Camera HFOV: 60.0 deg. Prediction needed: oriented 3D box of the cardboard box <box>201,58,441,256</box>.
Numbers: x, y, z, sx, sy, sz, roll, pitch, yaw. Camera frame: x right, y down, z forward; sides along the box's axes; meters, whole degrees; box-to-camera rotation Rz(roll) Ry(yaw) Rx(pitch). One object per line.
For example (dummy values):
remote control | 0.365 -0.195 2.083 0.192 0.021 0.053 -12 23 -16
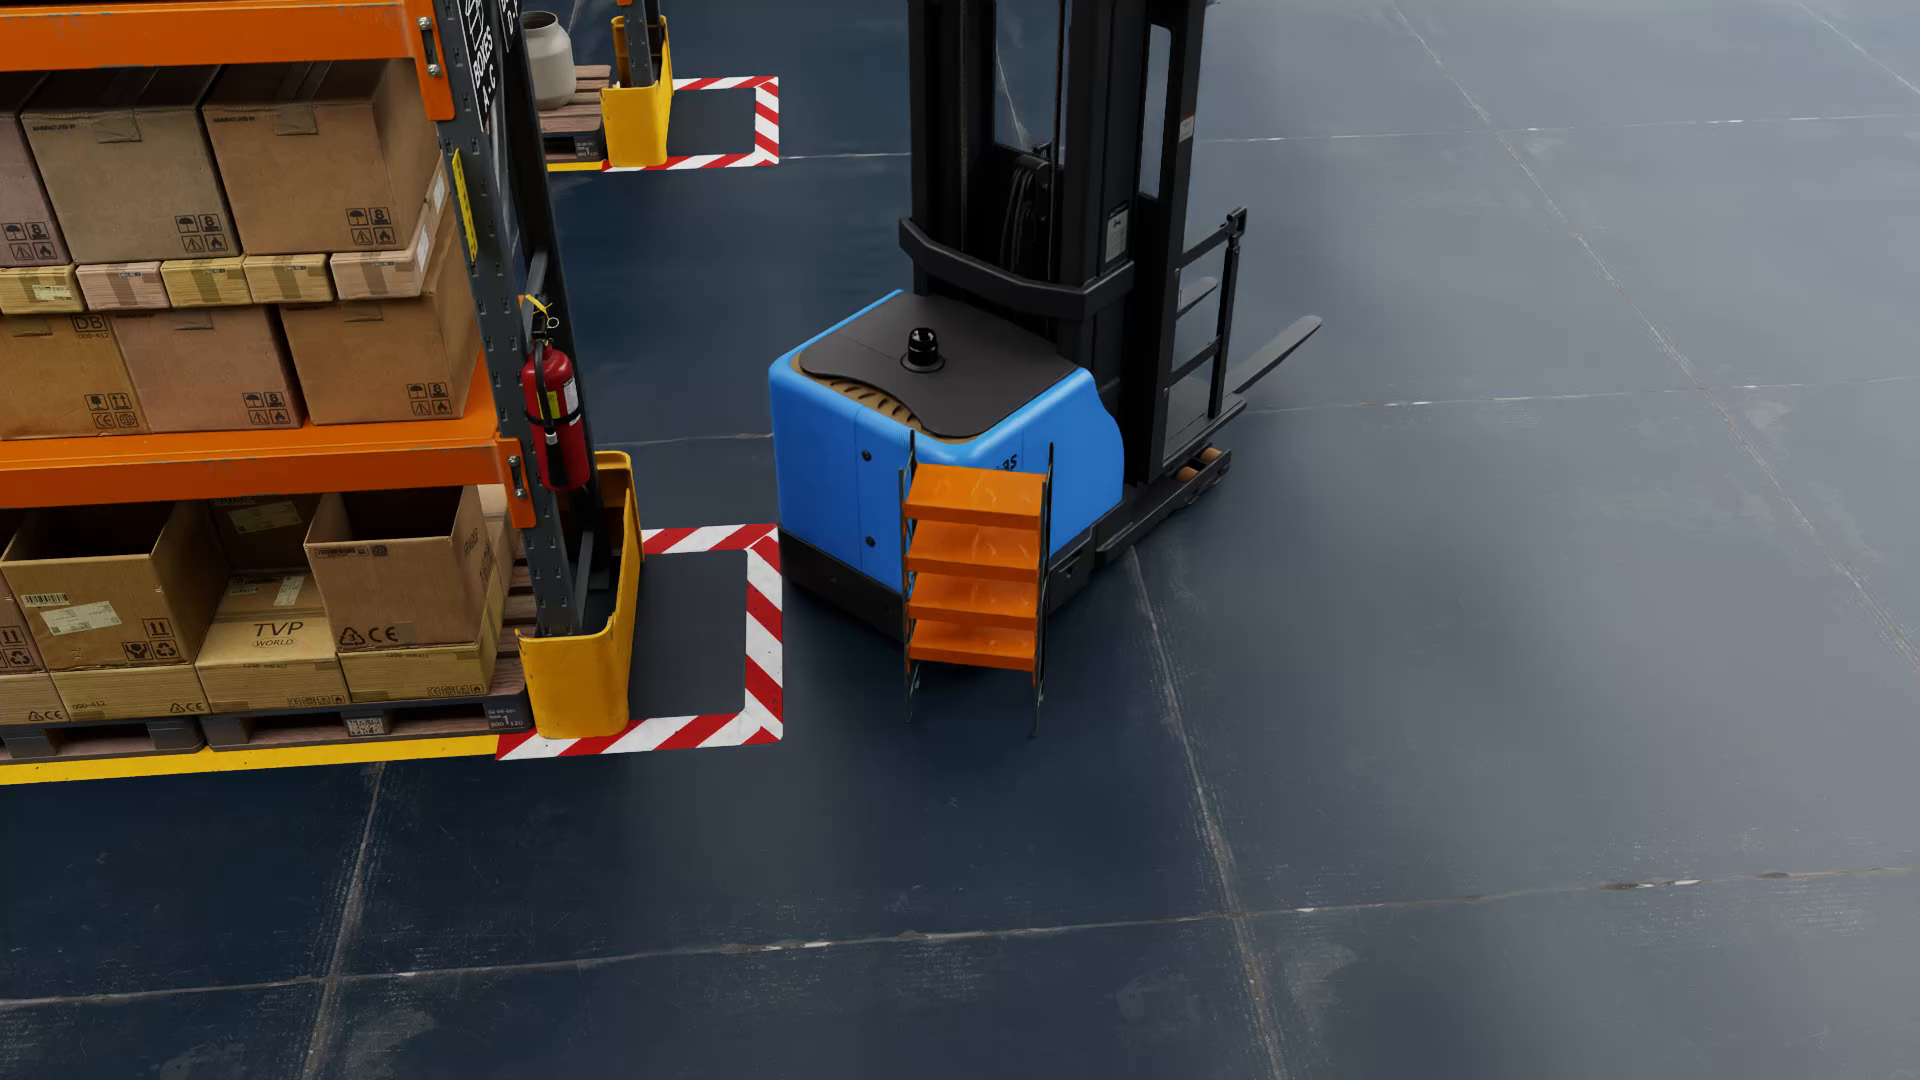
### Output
cardboard box | -2.030 -1.315 5.367 0.500 0.500 0.700 -3 38 -4

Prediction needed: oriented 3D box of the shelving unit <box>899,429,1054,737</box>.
shelving unit | 0.060 0.180 6.052 0.503 1.200 0.258 5 39 7

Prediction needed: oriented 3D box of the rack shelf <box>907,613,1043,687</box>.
rack shelf | 0.060 0.387 6.218 0.480 0.148 0.258 5 39 7

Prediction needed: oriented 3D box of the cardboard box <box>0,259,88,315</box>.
cardboard box | -2.903 -0.886 5.347 0.250 0.149 0.380 -2 38 -3

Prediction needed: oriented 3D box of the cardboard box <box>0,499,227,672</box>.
cardboard box | -3.014 0.110 5.965 0.500 0.500 0.500 -3 38 -4

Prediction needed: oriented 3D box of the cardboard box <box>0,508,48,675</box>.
cardboard box | -3.512 0.136 5.931 0.500 0.500 0.500 -3 38 -4

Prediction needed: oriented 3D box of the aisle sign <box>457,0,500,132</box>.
aisle sign | -1.420 -1.630 4.796 0.004 0.787 0.394 -3 38 -4

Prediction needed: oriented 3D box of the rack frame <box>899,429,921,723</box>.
rack frame | -0.182 0.156 6.082 0.015 1.200 0.240 5 39 7

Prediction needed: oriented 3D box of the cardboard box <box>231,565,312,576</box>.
cardboard box | -2.563 0.049 6.647 0.500 0.250 0.500 -3 38 -4

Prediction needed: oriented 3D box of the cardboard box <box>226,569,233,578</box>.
cardboard box | -3.061 0.076 6.612 0.500 0.250 0.500 -3 38 -4

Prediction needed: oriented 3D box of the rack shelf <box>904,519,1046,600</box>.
rack shelf | 0.059 0.057 5.954 0.480 0.148 0.258 5 39 7

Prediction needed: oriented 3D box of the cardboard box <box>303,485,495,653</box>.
cardboard box | -2.019 0.046 6.046 0.500 0.500 0.500 -3 38 -4

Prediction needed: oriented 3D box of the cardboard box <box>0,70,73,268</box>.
cardboard box | -3.056 -1.255 5.291 0.500 0.500 0.700 -3 38 -4

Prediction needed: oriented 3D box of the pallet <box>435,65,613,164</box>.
pallet | -2.828 -2.674 10.469 1.213 0.211 1.003 -3 38 -4

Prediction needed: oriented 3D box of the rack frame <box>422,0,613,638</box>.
rack frame | -1.512 -0.787 5.826 0.127 3.000 1.000 -3 38 -4

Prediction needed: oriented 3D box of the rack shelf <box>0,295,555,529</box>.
rack shelf | -3.504 -0.395 5.910 4.000 0.370 1.077 -3 38 -4

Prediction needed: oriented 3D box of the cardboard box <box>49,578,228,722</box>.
cardboard box | -3.014 0.402 6.199 0.500 0.250 0.500 -3 38 -4

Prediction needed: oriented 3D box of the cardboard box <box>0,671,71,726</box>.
cardboard box | -3.513 0.429 6.166 0.500 0.250 0.500 -3 38 -4

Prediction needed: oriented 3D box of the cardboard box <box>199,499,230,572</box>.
cardboard box | -3.060 -0.211 6.371 0.500 0.500 0.500 -3 38 -4

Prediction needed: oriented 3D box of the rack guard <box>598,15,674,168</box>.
rack guard | -2.018 -2.829 10.432 0.348 0.500 1.175 -3 38 -4

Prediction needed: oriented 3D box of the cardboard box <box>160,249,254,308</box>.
cardboard box | -2.391 -0.913 5.382 0.250 0.149 0.380 -4 38 -5

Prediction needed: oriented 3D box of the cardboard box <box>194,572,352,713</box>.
cardboard box | -2.516 0.374 6.235 0.500 0.250 0.500 -3 38 -4

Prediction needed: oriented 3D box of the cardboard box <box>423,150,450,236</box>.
cardboard box | -1.921 -1.193 5.735 0.250 0.149 0.380 -3 38 -4

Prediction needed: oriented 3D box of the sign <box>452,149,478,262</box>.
sign | -1.477 -0.999 4.969 0.005 0.325 0.100 -3 38 -4

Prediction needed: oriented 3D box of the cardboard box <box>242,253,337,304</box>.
cardboard box | -2.136 -0.927 5.399 0.250 0.149 0.380 -2 38 -3

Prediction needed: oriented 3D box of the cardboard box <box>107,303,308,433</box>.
cardboard box | -2.500 -0.777 5.732 0.500 0.500 0.700 -2 38 -3

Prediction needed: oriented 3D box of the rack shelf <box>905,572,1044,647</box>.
rack shelf | 0.060 0.232 6.094 0.480 0.148 0.258 5 39 7

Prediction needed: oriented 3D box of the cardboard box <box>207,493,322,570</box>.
cardboard box | -2.563 -0.246 6.416 0.500 0.500 0.500 -3 38 -4

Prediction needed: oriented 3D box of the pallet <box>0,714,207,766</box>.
pallet | -3.482 0.440 6.522 1.213 0.211 1.003 -3 38 -4

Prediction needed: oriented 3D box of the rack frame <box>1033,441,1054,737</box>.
rack frame | 0.301 0.203 6.023 0.015 1.200 0.240 5 39 7

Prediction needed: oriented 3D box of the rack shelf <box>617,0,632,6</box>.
rack shelf | -3.939 -3.452 9.784 4.000 0.370 1.077 -3 38 -4

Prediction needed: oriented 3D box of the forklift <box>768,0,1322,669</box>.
forklift | 0.578 -1.491 6.773 1.130 2.935 3.031 27 46 30

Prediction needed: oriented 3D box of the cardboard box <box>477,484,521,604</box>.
cardboard box | -2.065 0.019 6.684 0.500 0.250 0.500 -3 38 -4

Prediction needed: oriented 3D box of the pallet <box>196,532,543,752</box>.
pallet | -2.270 0.375 6.604 1.213 0.211 1.003 -3 38 -4

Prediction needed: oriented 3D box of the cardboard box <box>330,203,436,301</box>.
cardboard box | -1.875 -0.943 5.419 0.250 0.149 0.380 -4 38 -5

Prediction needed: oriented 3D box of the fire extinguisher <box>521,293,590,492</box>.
fire extinguisher | -1.353 -0.477 5.495 0.183 0.674 0.296 -3 38 -4

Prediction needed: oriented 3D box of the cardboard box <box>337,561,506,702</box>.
cardboard box | -2.020 0.339 6.279 0.500 0.250 0.500 -3 38 -4

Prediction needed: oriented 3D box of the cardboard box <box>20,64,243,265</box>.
cardboard box | -2.554 -1.283 5.326 0.500 0.500 0.700 -4 38 -5

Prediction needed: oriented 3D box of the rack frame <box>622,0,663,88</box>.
rack frame | -1.947 -3.844 9.700 0.127 3.000 1.000 -3 38 -4

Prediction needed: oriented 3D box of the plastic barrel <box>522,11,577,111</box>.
plastic barrel | -2.595 -2.949 10.235 0.421 0.512 0.421 0 38 0

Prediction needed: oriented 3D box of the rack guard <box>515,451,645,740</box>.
rack guard | -1.488 0.193 6.602 0.348 0.500 1.175 -3 38 -4

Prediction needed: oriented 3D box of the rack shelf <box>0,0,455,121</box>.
rack shelf | -3.504 -1.573 4.981 4.000 0.370 1.077 -3 38 -4

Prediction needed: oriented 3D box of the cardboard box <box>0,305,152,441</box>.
cardboard box | -2.995 -0.753 5.702 0.500 0.500 0.700 -3 38 -4

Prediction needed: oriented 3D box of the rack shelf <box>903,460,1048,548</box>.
rack shelf | 0.059 -0.127 5.807 0.480 0.148 0.258 5 39 7

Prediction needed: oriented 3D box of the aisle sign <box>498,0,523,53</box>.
aisle sign | -1.473 -2.000 5.265 0.004 0.787 0.394 -3 38 -4

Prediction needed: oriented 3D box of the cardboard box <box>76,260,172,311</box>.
cardboard box | -2.641 -0.901 5.366 0.250 0.149 0.380 -3 38 -3

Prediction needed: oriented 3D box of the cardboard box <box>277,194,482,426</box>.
cardboard box | -1.978 -0.809 5.773 0.500 0.500 0.700 -3 38 -4
